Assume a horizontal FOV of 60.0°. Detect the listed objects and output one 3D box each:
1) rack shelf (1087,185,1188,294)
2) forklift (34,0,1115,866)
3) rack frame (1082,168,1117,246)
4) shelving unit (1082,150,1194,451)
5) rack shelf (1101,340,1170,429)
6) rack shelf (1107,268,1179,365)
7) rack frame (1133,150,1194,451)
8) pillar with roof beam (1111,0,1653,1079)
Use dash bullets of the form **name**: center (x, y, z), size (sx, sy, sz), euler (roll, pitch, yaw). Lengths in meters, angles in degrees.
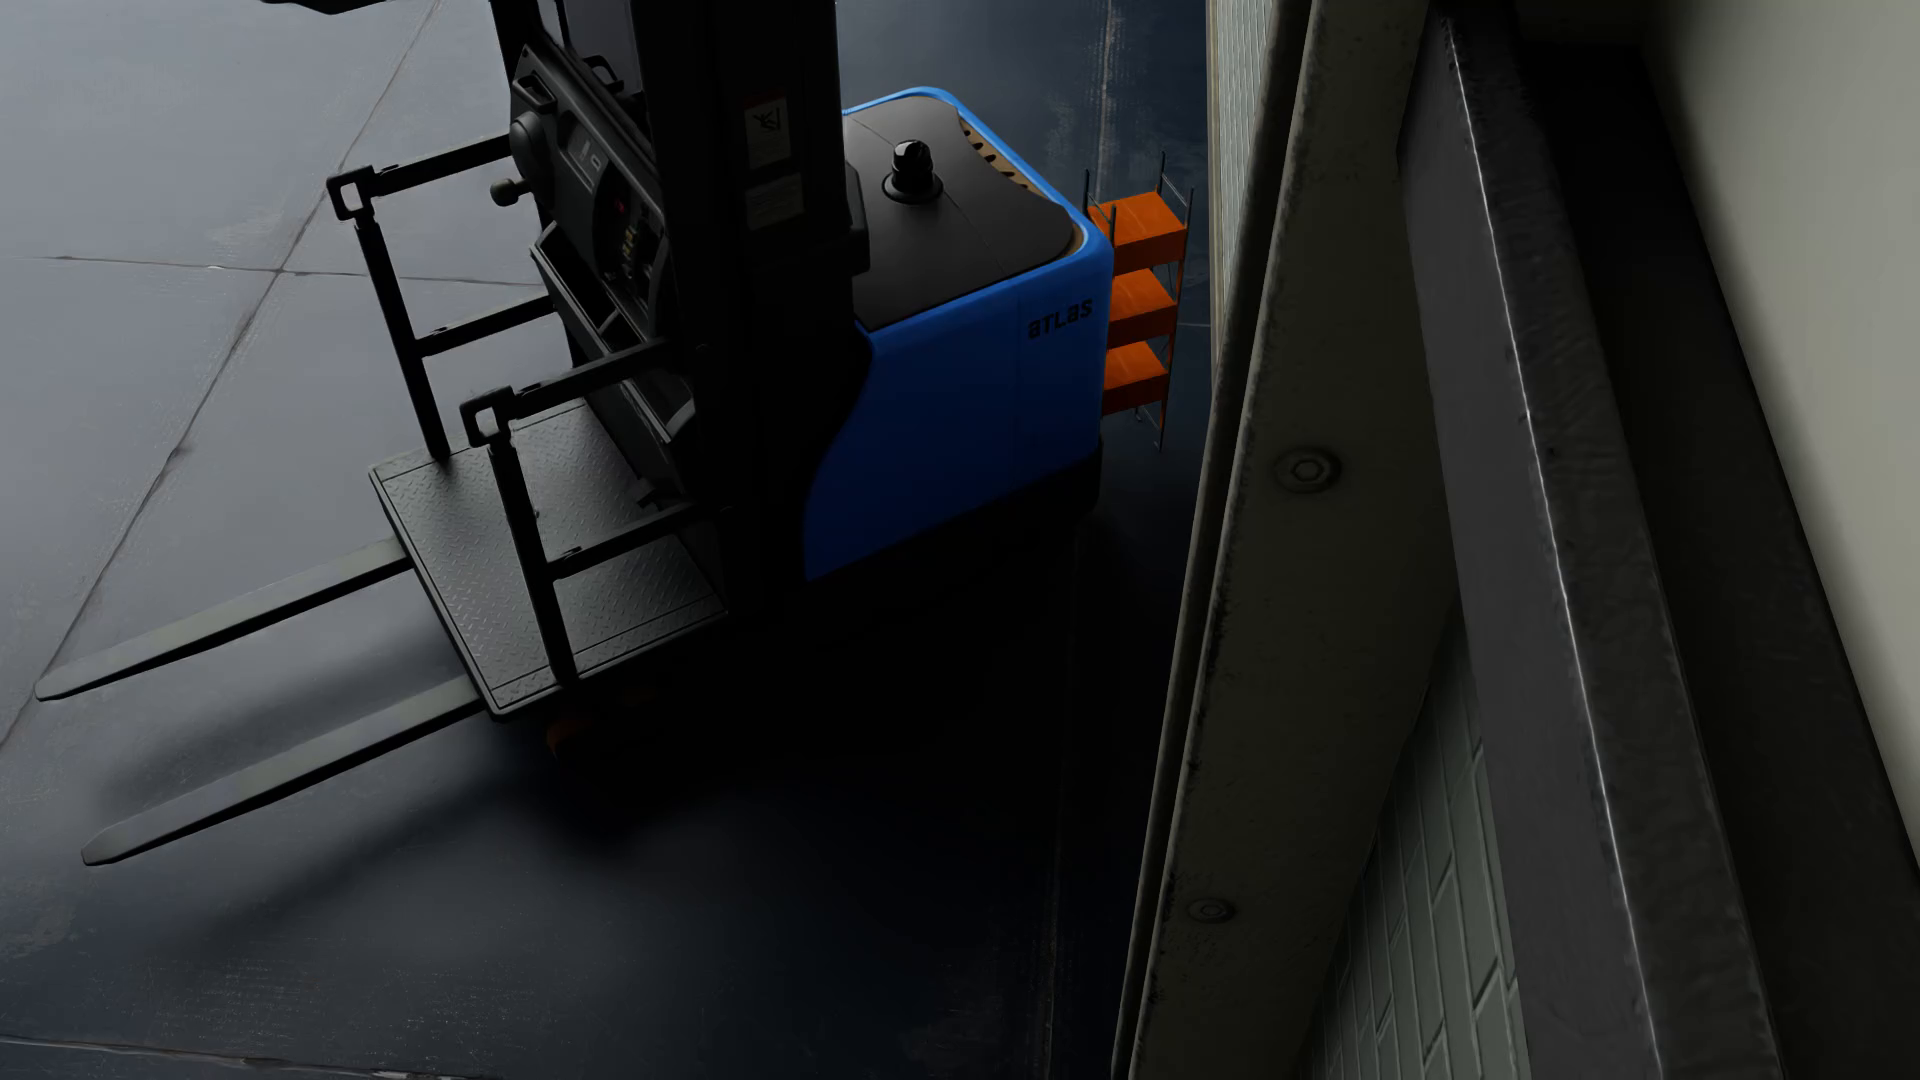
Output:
- **rack shelf**: center (0.515, -0.869, 4.963), size (0.240, 0.259, 0.215), euler (-16, 50, -14)
- **forklift**: center (-1.086, -0.807, 4.001), size (3.031, 2.935, 1.130), euler (-24, 52, -21)
- **rack frame**: center (0.401, -0.652, 5.135), size (0.008, 1.050, 0.200), euler (-16, 50, -14)
- **shelving unit**: center (0.515, -0.685, 5.165), size (0.252, 1.050, 0.215), euler (-16, 50, -14)
- **rack shelf**: center (0.515, -0.490, 5.378), size (0.240, 0.259, 0.215), euler (-16, 50, -14)
- **rack shelf**: center (0.515, -0.678, 5.173), size (0.240, 0.259, 0.215), euler (-16, 50, -14)
- **rack frame**: center (0.628, -0.718, 5.195), size (0.008, 1.050, 0.200), euler (-16, 50, -14)
- **pillar with roof beam**: center (-3.779, -1.896, 0.885), size (9.100, 9.000, 0.400), euler (4, 48, 4)
